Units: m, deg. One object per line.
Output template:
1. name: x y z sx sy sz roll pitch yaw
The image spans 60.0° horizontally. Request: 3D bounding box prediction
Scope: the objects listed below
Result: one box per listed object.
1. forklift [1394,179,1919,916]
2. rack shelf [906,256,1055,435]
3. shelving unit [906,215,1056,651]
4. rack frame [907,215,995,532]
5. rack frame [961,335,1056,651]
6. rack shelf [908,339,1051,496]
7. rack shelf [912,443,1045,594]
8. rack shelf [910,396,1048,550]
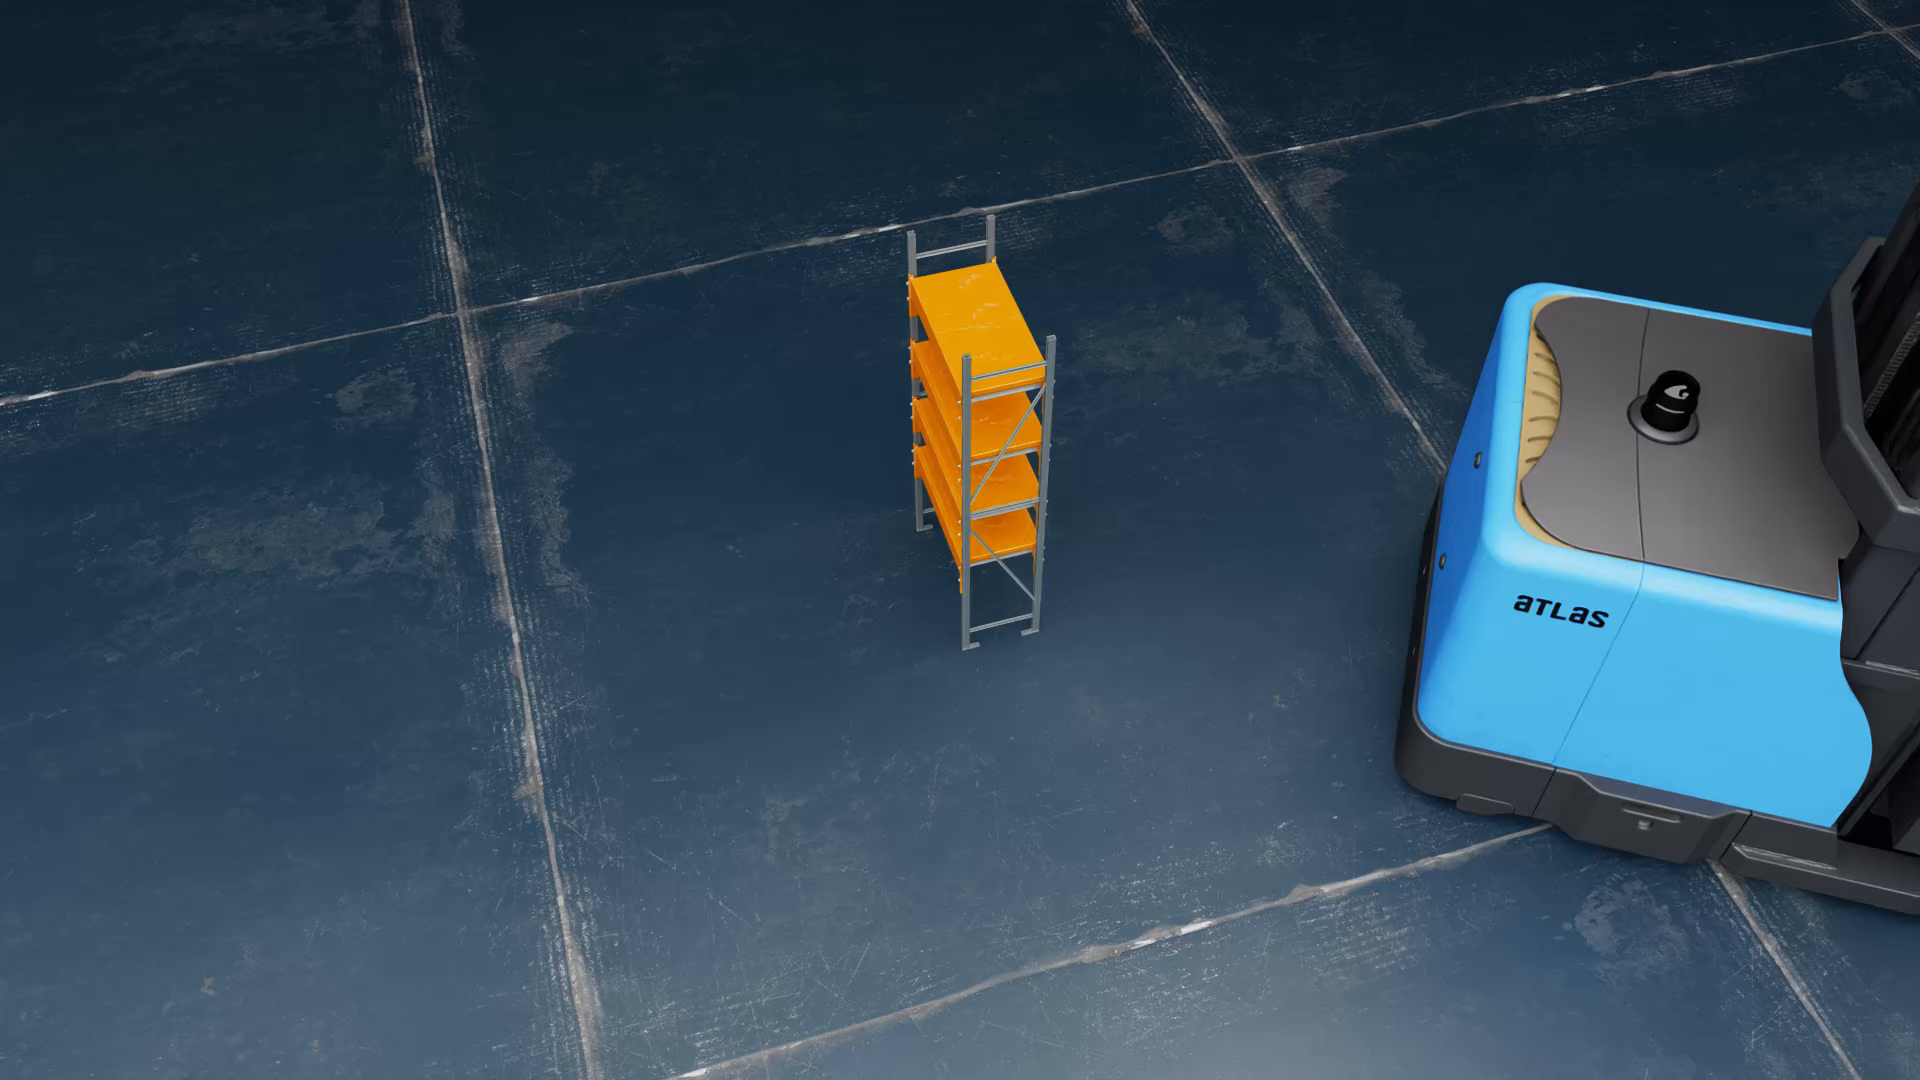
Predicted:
1. forklift: 2.787 -0.295 3.581 3.031 2.935 1.130 12 51 10
2. rack shelf: 0.049 -0.519 4.389 0.258 0.148 0.480 -13 51 -11
3. shelving unit: 0.049 -0.266 4.689 0.258 1.200 0.503 -13 51 -11
4. rack frame: -0.023 -0.444 4.840 0.240 1.200 0.015 -13 51 -11
5. rack frame: 0.121 -0.088 4.539 0.240 1.200 0.015 -13 51 -11
6. rack shelf: 0.049 -0.367 4.570 0.258 0.148 0.480 -13 51 -11
7. rack shelf: 0.049 -0.094 4.893 0.258 0.148 0.480 -13 51 -11
8. rack shelf: 0.049 -0.222 4.741 0.258 0.148 0.480 -13 51 -11
